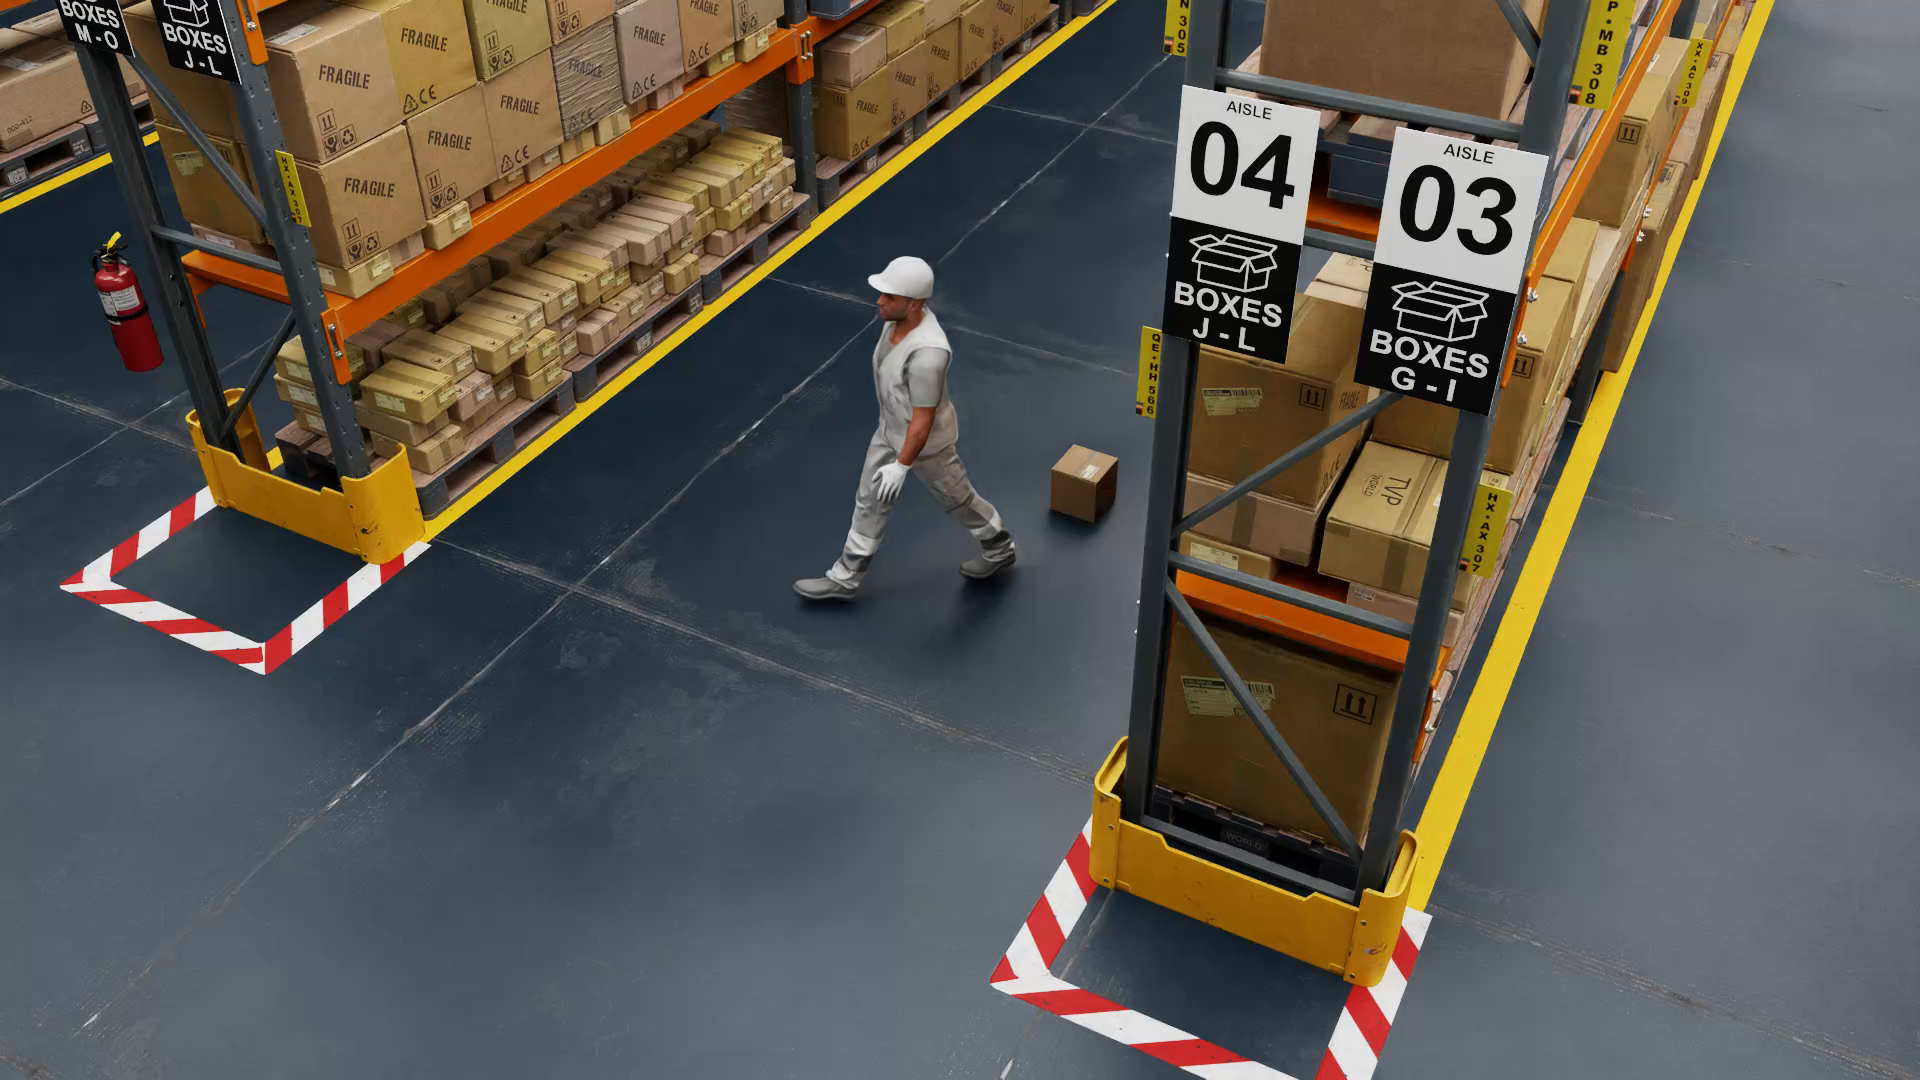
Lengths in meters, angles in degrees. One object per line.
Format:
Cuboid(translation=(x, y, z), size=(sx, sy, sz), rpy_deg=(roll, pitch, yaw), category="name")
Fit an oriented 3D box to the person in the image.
Cuboid(translation=(-0.242, -0.458, 7.334), size=(1.066, 1.741, 0.568), rpy_deg=(-15, 40, -19), category="person")
